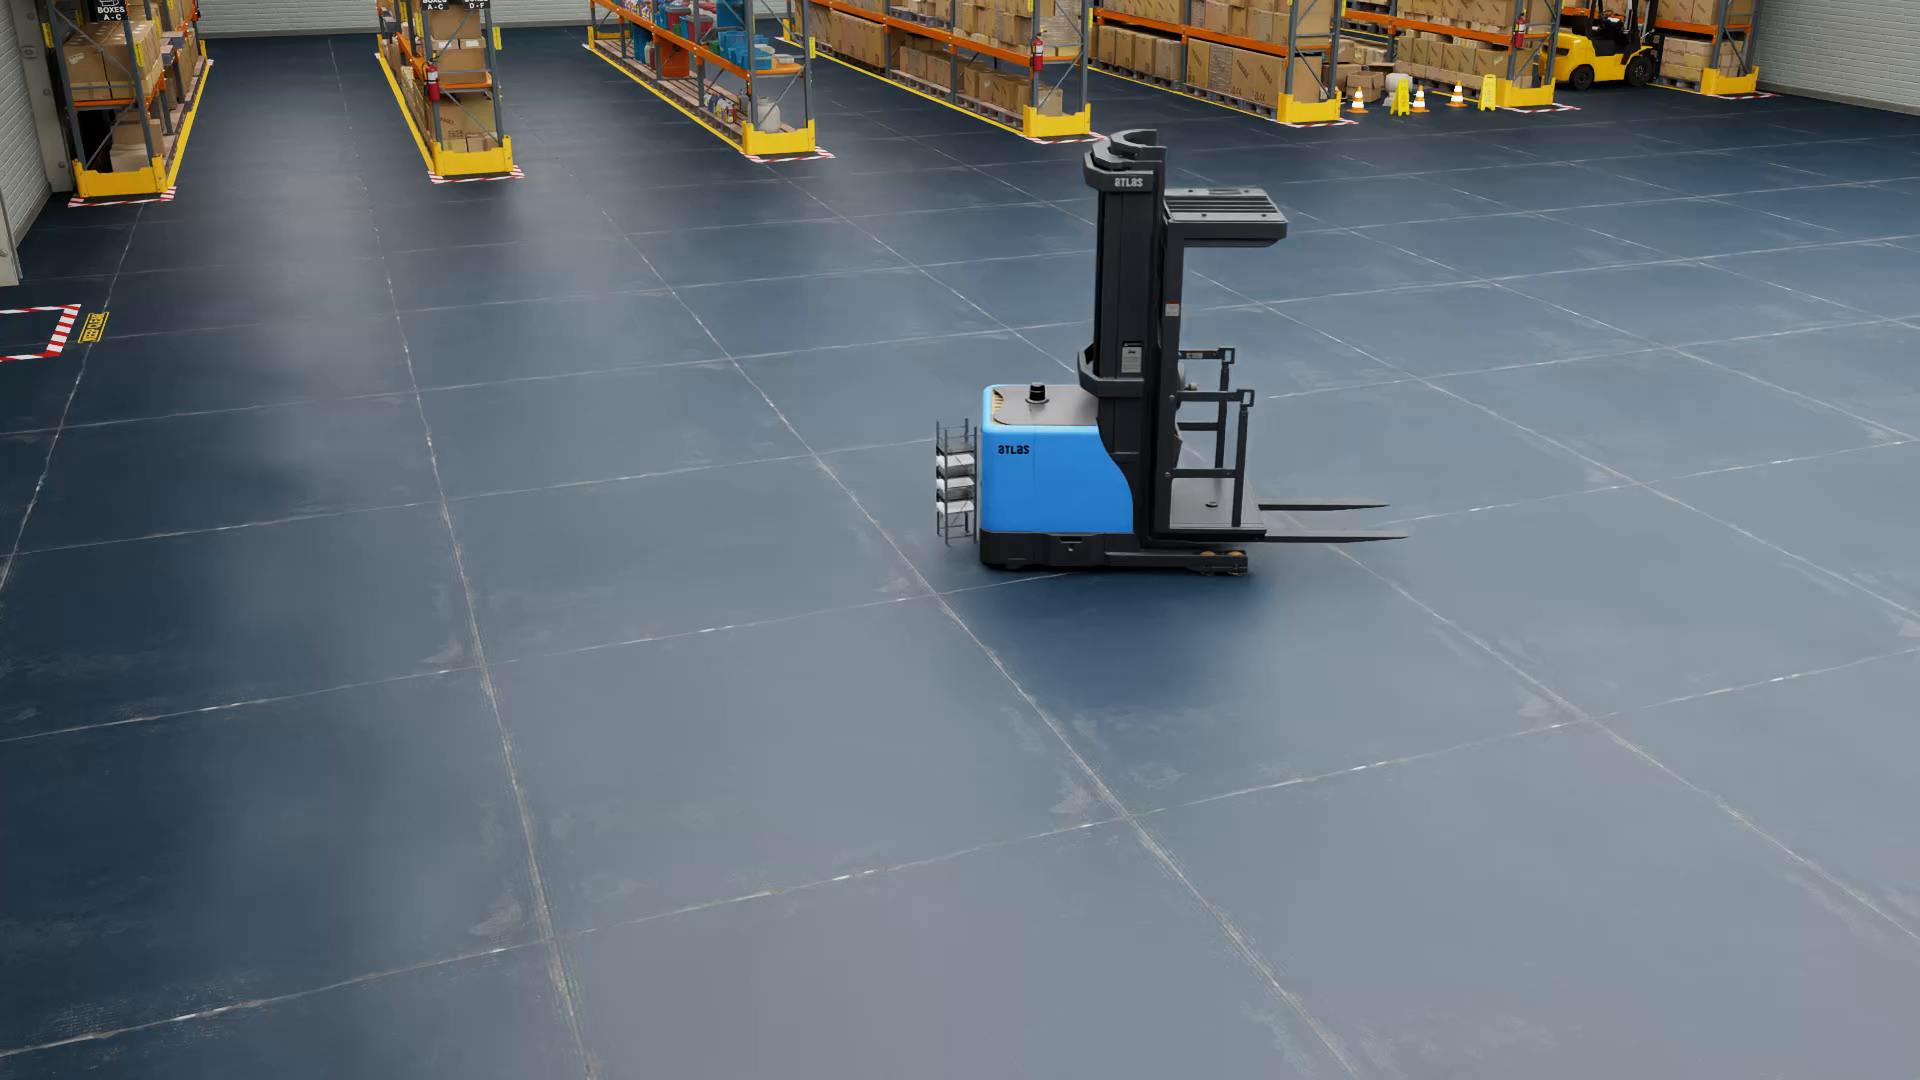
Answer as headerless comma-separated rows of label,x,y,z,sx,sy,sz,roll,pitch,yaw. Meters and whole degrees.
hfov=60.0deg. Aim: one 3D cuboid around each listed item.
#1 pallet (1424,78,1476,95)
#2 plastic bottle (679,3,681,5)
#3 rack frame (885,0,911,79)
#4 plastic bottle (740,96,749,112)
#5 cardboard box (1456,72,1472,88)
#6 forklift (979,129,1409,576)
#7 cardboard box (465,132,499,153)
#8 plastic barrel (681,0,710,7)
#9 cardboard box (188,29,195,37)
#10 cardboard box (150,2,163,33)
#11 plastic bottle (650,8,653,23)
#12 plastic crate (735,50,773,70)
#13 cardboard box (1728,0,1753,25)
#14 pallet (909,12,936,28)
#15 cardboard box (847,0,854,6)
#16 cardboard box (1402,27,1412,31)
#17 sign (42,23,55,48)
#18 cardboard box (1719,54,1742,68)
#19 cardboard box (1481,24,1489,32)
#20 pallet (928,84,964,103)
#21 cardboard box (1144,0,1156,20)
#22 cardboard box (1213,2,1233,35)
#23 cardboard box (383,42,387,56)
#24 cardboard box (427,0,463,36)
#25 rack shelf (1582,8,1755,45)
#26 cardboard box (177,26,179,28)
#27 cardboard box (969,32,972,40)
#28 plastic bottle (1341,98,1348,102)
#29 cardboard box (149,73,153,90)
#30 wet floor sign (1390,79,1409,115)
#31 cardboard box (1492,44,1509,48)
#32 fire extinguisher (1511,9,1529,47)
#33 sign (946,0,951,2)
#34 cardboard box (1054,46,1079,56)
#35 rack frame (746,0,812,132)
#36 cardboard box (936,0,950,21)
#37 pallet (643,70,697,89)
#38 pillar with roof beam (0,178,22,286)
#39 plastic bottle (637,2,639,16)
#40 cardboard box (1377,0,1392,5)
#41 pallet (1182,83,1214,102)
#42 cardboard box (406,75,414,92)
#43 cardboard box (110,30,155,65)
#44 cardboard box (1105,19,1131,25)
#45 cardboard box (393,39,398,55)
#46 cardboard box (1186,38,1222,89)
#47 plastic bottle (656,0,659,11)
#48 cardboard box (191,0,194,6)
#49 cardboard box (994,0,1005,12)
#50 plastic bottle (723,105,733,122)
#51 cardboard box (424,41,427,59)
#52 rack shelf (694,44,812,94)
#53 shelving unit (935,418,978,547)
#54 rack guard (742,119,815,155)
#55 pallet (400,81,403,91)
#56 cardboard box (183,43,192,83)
pallet,10.279,-9.314,34.078,1.003,0.211,1.213,-8,24,-19
plastic bottle,-5.902,-11.185,35.092,0.097,0.271,0.097,0,23,0
rack frame,-1.111,-11.376,35.379,1.000,3.000,0.127,-8,24,-19
plastic bottle,-3.896,-7.897,30.065,0.152,0.276,0.135,-8,24,-19
cardboard box,10.274,-9.202,33.220,0.500,0.250,0.500,-8,24,-19
forklift,1.661,-1.310,11.583,3.031,2.935,1.130,0,23,1
cardboard box,-7.535,-6.264,26.248,0.500,0.250,0.500,-8,24,-19
plastic barrel,-5.297,-10.632,33.439,0.600,0.536,0.708,-8,24,-19
cardboard box,-17.191,-11.230,36.874,0.380,0.149,0.250,-8,24,-18
cardboard box,-14.837,-9.417,30.035,0.700,0.500,0.500,-11,25,-25
plastic bottle,-6.286,-10.731,33.999,0.061,0.283,0.133,-8,24,-19
plastic crate,-3.375,-7.862,27.233,0.499,0.251,0.616,-8,24,-19
cardboard box,15.714,-10.776,33.826,0.500,0.500,0.500,-8,24,-17
pallet,-0.373,-10.574,33.723,1.003,0.211,1.213,-8,24,-19
cardboard box,-2.240,-12.310,37.466,0.500,0.500,0.500,-9,24,-20
cardboard box,11.720,-13.333,42.699,0.500,0.500,0.500,-9,25,-21
sign,-12.713,-7.041,23.196,0.100,0.325,0.005,-8,24,-19
cardboard box,15.657,-9.868,34.156,0.500,0.250,0.500,-8,24,-18
cardboard box,10.391,-9.993,32.420,0.380,0.149,0.250,-9,24,-20
pallet,0.026,-8.921,33.143,1.003,0.211,1.213,-8,24,-19
cardboard box,4.187,-11.133,34.673,0.500,0.500,0.500,-8,24,-18
cardboard box,5.416,-10.094,32.145,0.875,0.550,0.550,-8,24,-19
cardboard box,-12.926,-11.261,38.080,0.500,0.250,0.500,-8,24,-19
cardboard box,-7.916,-8.137,25.893,0.700,0.500,0.500,-9,24,-20
rack shelf,14.922,-10.907,35.192,1.077,0.370,4.000,-8,24,-19
cardboard box,-15.708,-10.226,32.947,0.380,0.149,0.250,-8,24,-19
cardboard box,0.385,-9.419,31.058,0.380,0.149,0.250,-8,24,-19
plastic bottle,7.485,-8.681,32.768,0.133,0.061,0.283,-18,29,-37
cardboard box,-12.258,-6.778,24.638,0.500,0.250,0.500,-9,25,-21
wet floor sign,8.254,-8.290,31.087,0.267,0.644,0.232,-13,26,-28
cardboard box,10.763,-9.630,33.271,0.500,0.500,0.500,-9,25,-21
fire extinguisher,10.596,-9.689,31.475,0.296,0.674,0.183,-8,24,-19
sign,-0.215,-10.379,31.522,0.100,0.325,0.005,-8,24,-19
cardboard box,1.838,-8.490,28.855,0.380,0.149,0.250,-8,24,-19
rack frame,-2.918,-7.790,26.870,1.000,3.000,0.127,-8,24,-19
cardboard box,0.153,-10.701,32.463,1.000,1.000,1.000,-8,24,-19
pallet,-6.062,-9.693,34.975,1.003,0.211,1.213,-8,24,-19
pillar with roof beam,-7.096,-7.741,19.031,9.100,9.000,0.400,-8,24,-19
plastic bottle,-6.802,-11.262,35.259,0.061,0.283,0.133,-8,24,-19
cardboard box,9.134,-11.509,35.478,0.380,0.149,0.250,-8,24,-18
pallet,5.174,-8.995,33.319,1.003,0.211,1.213,-8,24,-19
cardboard box,-9.916,-8.411,30.621,0.500,0.311,0.500,-9,24,-20
cardboard box,-12.609,-7.486,25.352,0.500,0.500,0.500,-8,24,-17
cardboard box,3.548,-11.691,37.838,0.500,0.250,0.500,-9,25,-21
cardboard box,-11.319,-10.114,34.070,0.500,0.250,0.500,-9,24,-20
cardboard box,5.135,-9.543,33.225,0.875,0.875,0.875,-8,24,-18
plastic bottle,-6.596,-11.751,36.333,0.144,0.351,0.185,-8,24,-19
cardboard box,-17.649,-12.199,36.944,0.980,0.700,0.700,-7,24,-17
cardboard box,0.934,-9.642,29.466,0.500,0.500,0.500,-8,24,-19
plastic bottle,-4.040,-7.440,28.981,0.152,0.276,0.135,-8,24,-19
cardboard box,-8.438,-8.077,27.423,0.700,0.500,0.500,-8,24,-18
rack shelf,-3.625,-8.185,28.734,1.077,0.370,4.000,-8,24,-19
shelving unit,-0.025,-0.418,12.084,0.258,0.900,0.210,-7,24,-16
rack guard,-2.989,-6.659,27.406,1.175,0.500,0.348,-8,24,-19
pallet,-11.035,-9.452,34.405,1.003,0.211,1.213,-8,24,-19
cardboard box,-15.757,-9.453,33.043,0.750,0.750,0.750,-8,24,-17
